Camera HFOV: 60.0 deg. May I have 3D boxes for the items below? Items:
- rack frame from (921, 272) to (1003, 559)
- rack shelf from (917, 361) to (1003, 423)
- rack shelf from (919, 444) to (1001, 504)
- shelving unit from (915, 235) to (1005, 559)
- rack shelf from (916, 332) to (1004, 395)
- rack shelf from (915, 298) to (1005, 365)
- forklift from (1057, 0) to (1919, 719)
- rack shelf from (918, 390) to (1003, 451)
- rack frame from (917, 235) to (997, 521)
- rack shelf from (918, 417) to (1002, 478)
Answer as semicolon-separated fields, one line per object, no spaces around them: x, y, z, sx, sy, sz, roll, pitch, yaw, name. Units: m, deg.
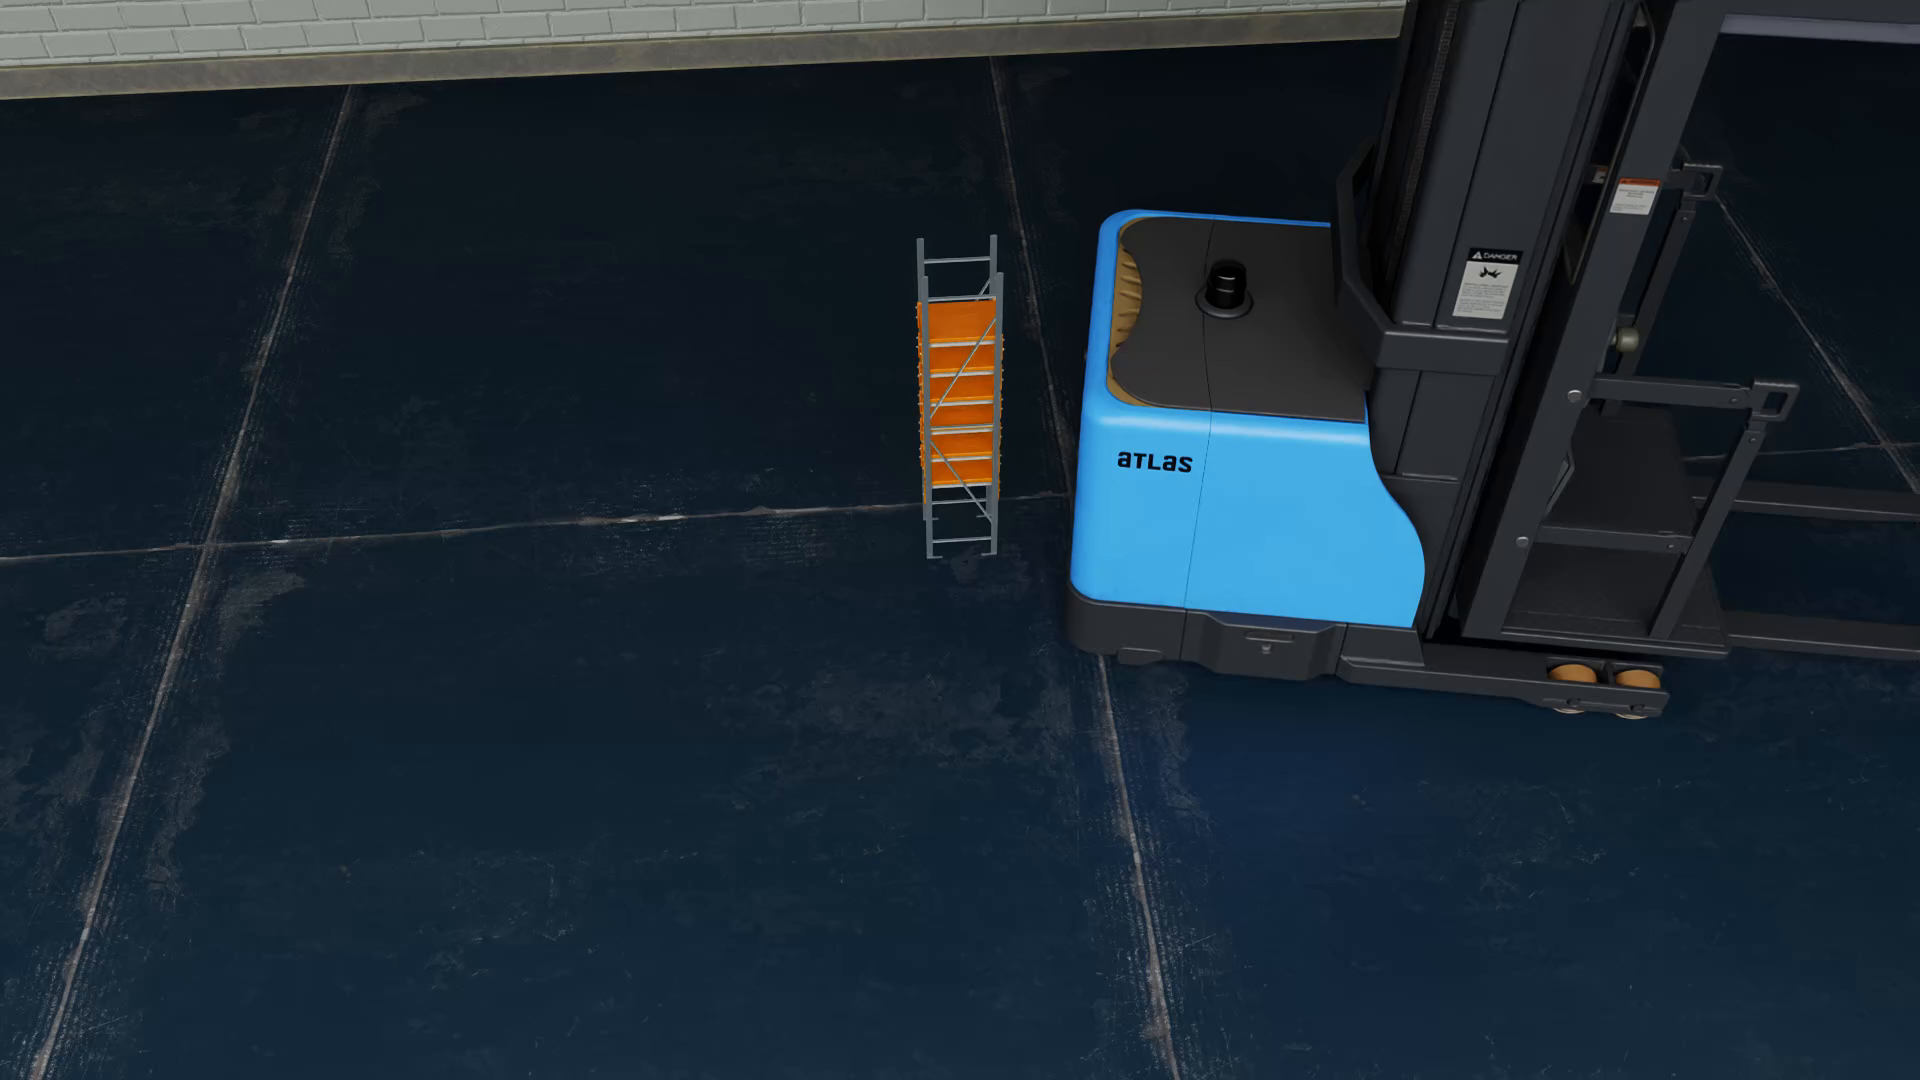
0.006;-0.357;5.262;0.240;1.200;0.006;-3;47;-3;rack frame
-0.001;-0.475;5.269;0.258;0.103;0.180;-3;47;-3;rack shelf
-0.001;-0.227;5.531;0.258;0.103;0.180;-3;47;-3;rack shelf
-0.001;-0.423;5.324;0.258;1.200;0.189;-3;47;-3;shelving unit
-0.001;-0.558;5.182;0.258;0.103;0.180;-3;47;-3;rack shelf
-0.001;-0.640;5.095;0.258;0.103;0.180;-3;47;-3;rack shelf
1.869;-0.858;4.544;3.031;2.935;1.130;5;47;5;forklift
-0.001;-0.392;5.357;0.258;0.103;0.180;-3;47;-3;rack shelf
-0.009;-0.489;5.387;0.240;1.200;0.006;-3;47;-3;rack frame
-0.001;-0.310;5.444;0.258;0.103;0.180;-3;47;-3;rack shelf
